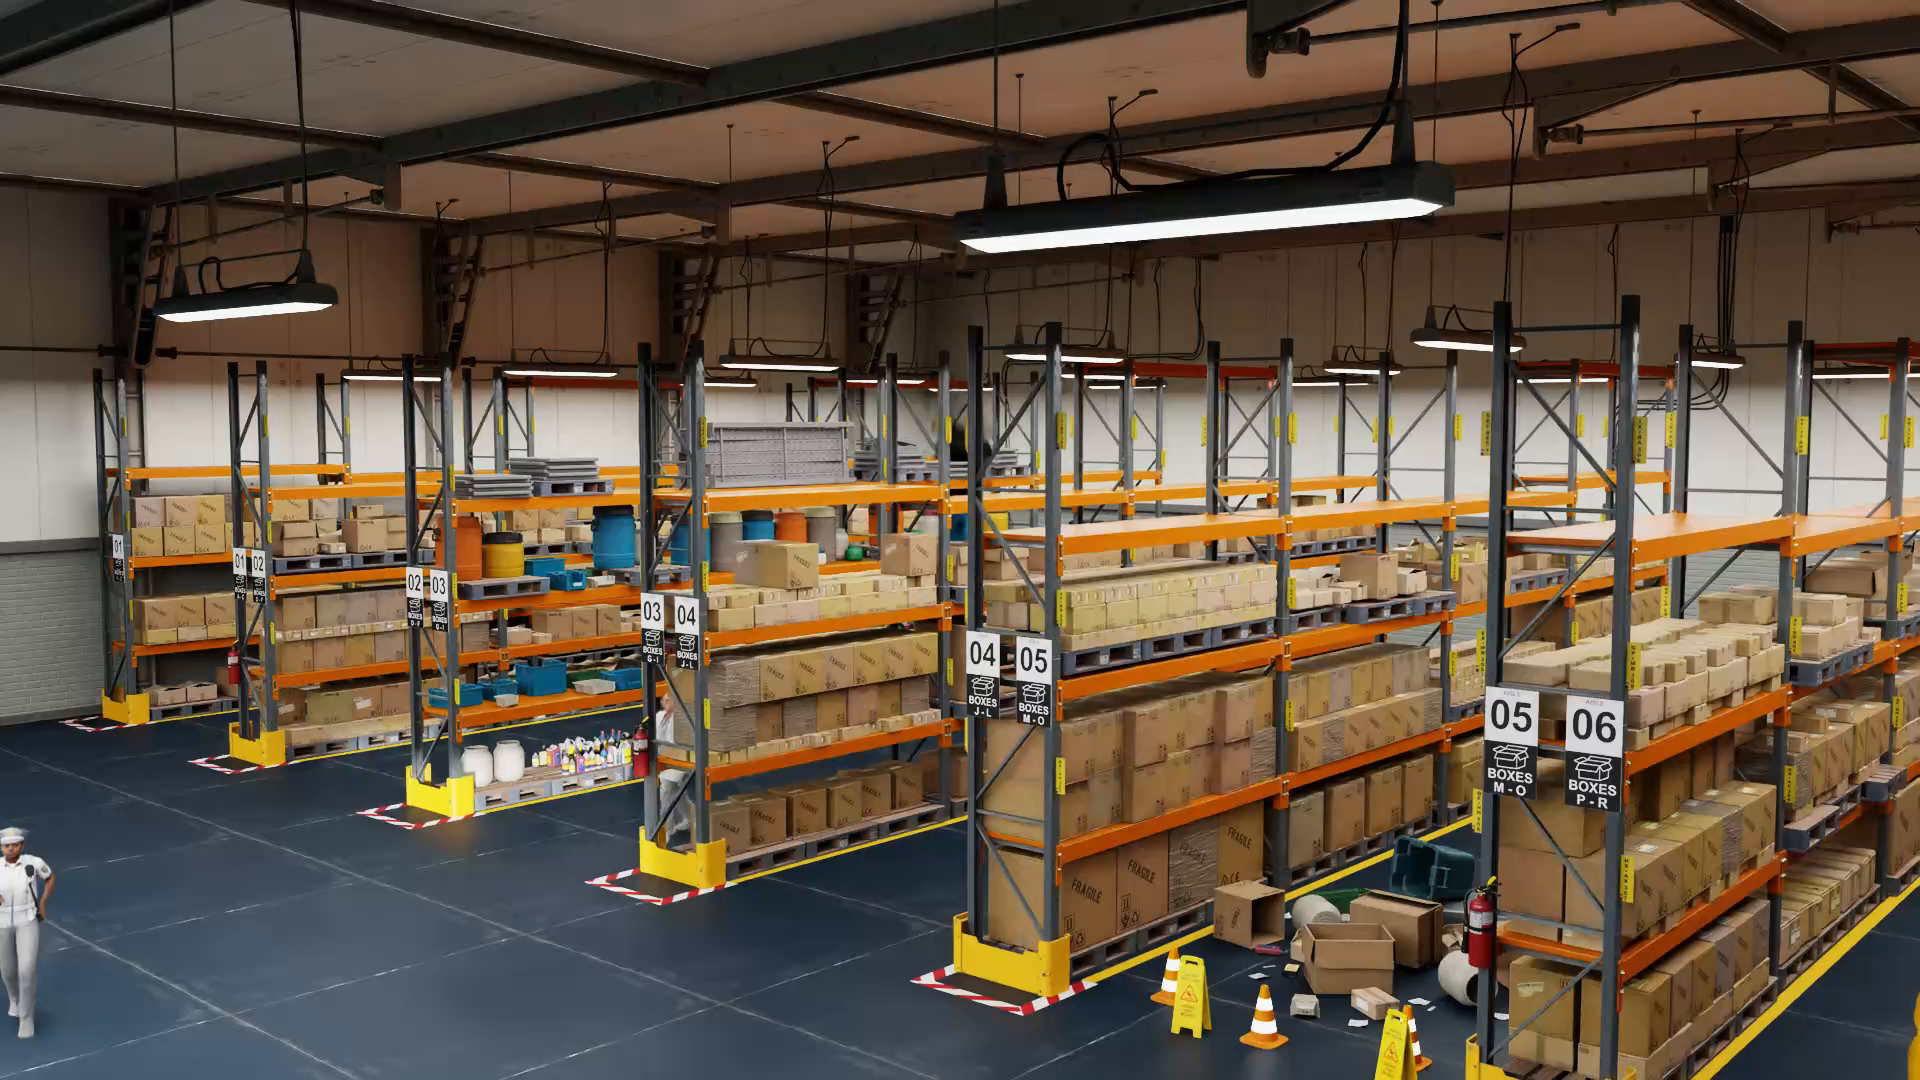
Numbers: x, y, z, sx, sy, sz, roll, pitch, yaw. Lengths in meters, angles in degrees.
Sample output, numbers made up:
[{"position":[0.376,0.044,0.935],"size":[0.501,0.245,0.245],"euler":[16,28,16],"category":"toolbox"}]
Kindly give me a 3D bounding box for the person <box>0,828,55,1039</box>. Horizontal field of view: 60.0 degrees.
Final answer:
[{"position":[-7.977,3.285,14.058],"size":[0.560,1.749,0.728],"euler":[-2,5,-22],"category":"person"}]

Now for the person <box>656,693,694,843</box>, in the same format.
[{"position":[-3.535,2.777,20.493],"size":[0.687,1.840,0.862],"euler":[3,5,39],"category":"person"}]
